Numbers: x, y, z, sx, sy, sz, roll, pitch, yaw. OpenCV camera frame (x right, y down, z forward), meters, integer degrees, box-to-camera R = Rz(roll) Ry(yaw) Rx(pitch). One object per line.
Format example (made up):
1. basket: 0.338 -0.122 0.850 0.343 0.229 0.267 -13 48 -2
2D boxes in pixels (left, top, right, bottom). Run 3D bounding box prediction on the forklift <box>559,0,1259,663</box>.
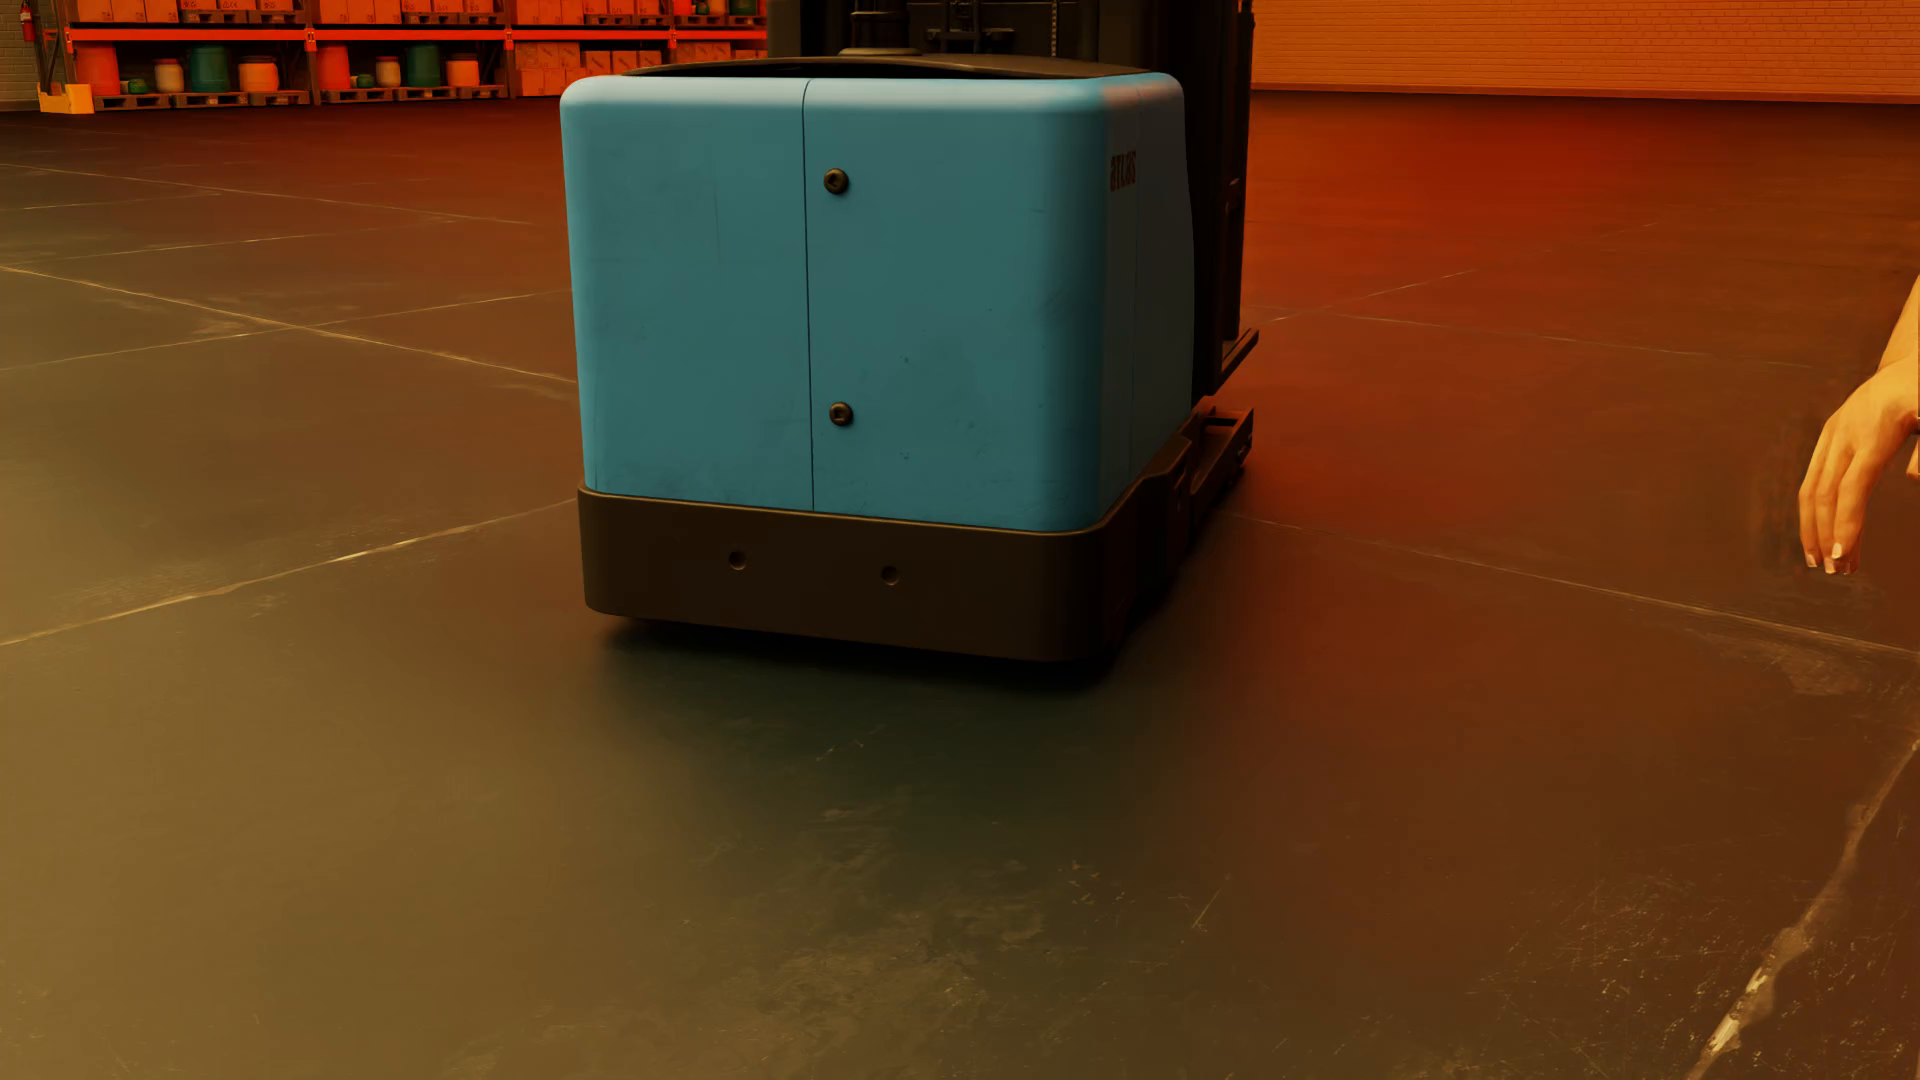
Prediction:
1. forklift: 0.182 -1.571 4.072 1.130 2.935 3.031 5 18 17
